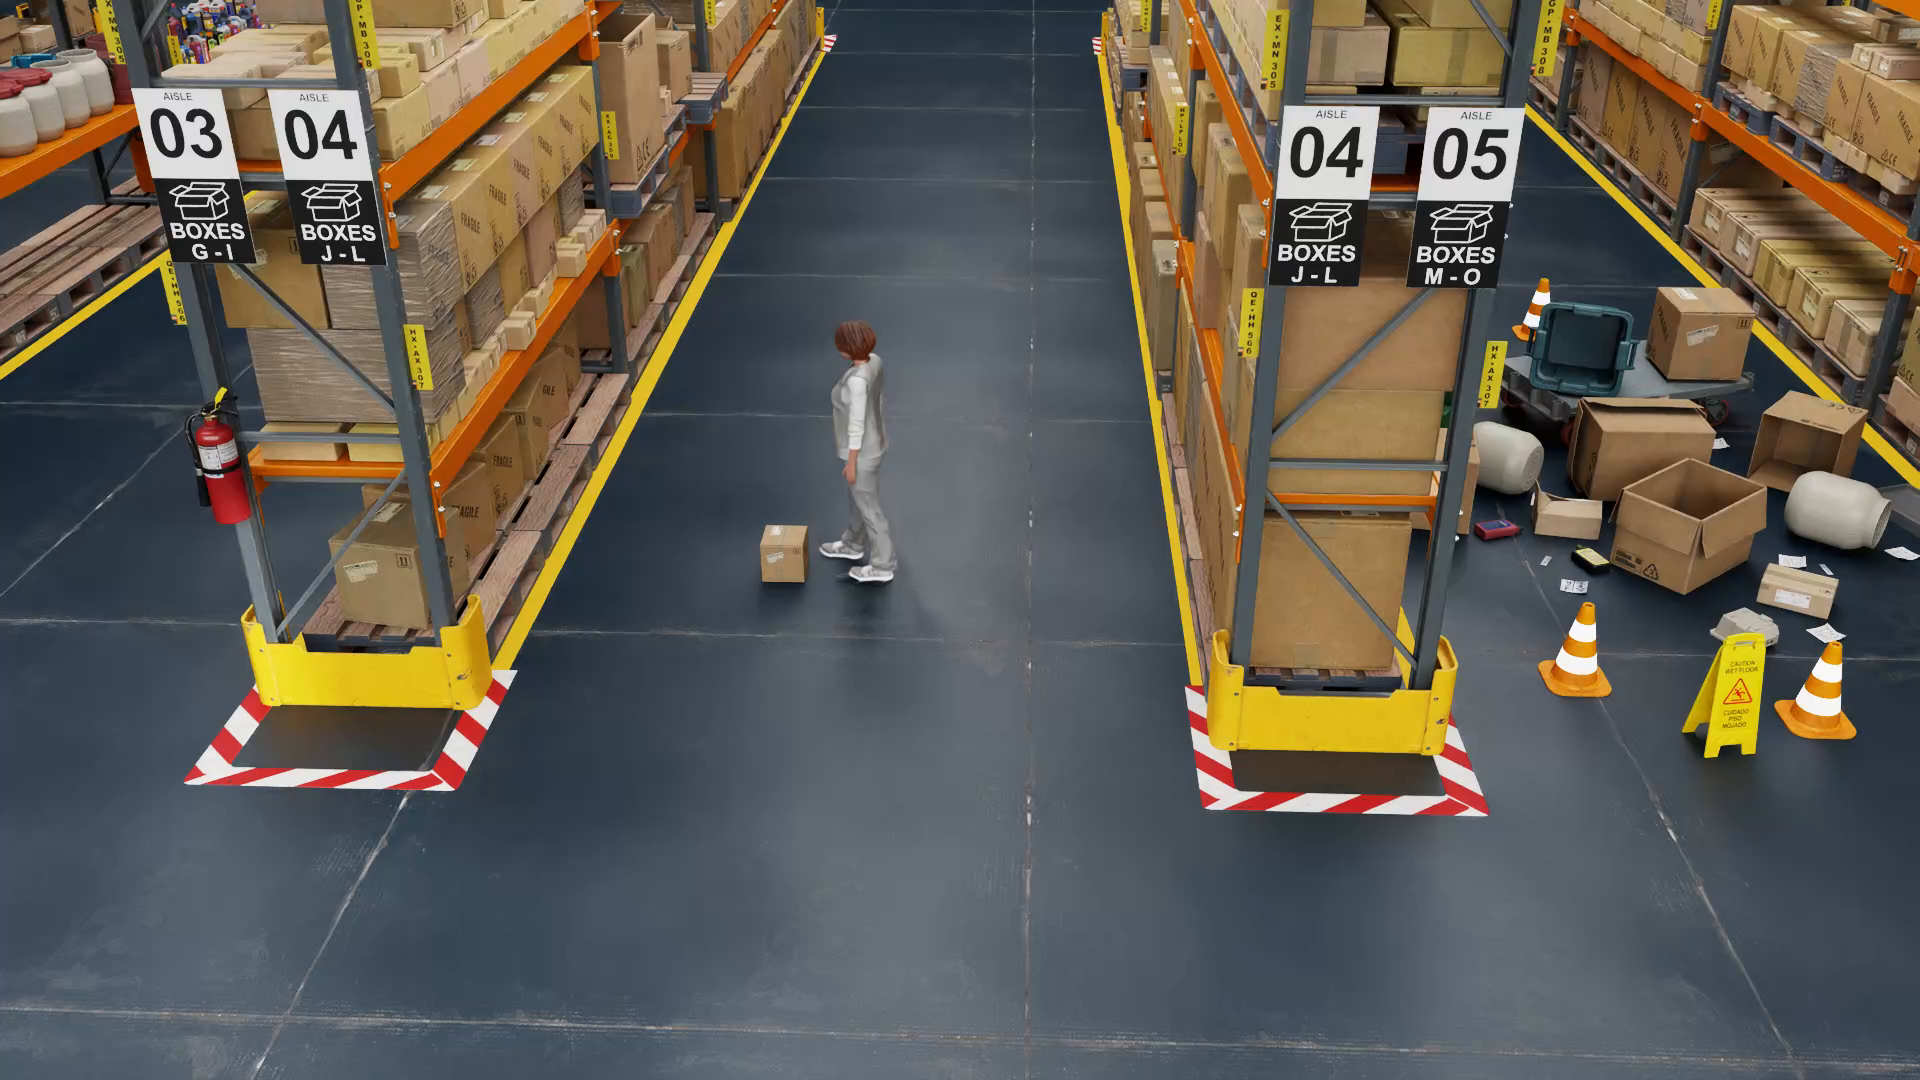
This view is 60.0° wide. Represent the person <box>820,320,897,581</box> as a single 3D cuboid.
[{"bbox_3d":[-0.620,-0.517,9.573,0.532,1.593,0.439,5,29,9],"label":"person"}]
